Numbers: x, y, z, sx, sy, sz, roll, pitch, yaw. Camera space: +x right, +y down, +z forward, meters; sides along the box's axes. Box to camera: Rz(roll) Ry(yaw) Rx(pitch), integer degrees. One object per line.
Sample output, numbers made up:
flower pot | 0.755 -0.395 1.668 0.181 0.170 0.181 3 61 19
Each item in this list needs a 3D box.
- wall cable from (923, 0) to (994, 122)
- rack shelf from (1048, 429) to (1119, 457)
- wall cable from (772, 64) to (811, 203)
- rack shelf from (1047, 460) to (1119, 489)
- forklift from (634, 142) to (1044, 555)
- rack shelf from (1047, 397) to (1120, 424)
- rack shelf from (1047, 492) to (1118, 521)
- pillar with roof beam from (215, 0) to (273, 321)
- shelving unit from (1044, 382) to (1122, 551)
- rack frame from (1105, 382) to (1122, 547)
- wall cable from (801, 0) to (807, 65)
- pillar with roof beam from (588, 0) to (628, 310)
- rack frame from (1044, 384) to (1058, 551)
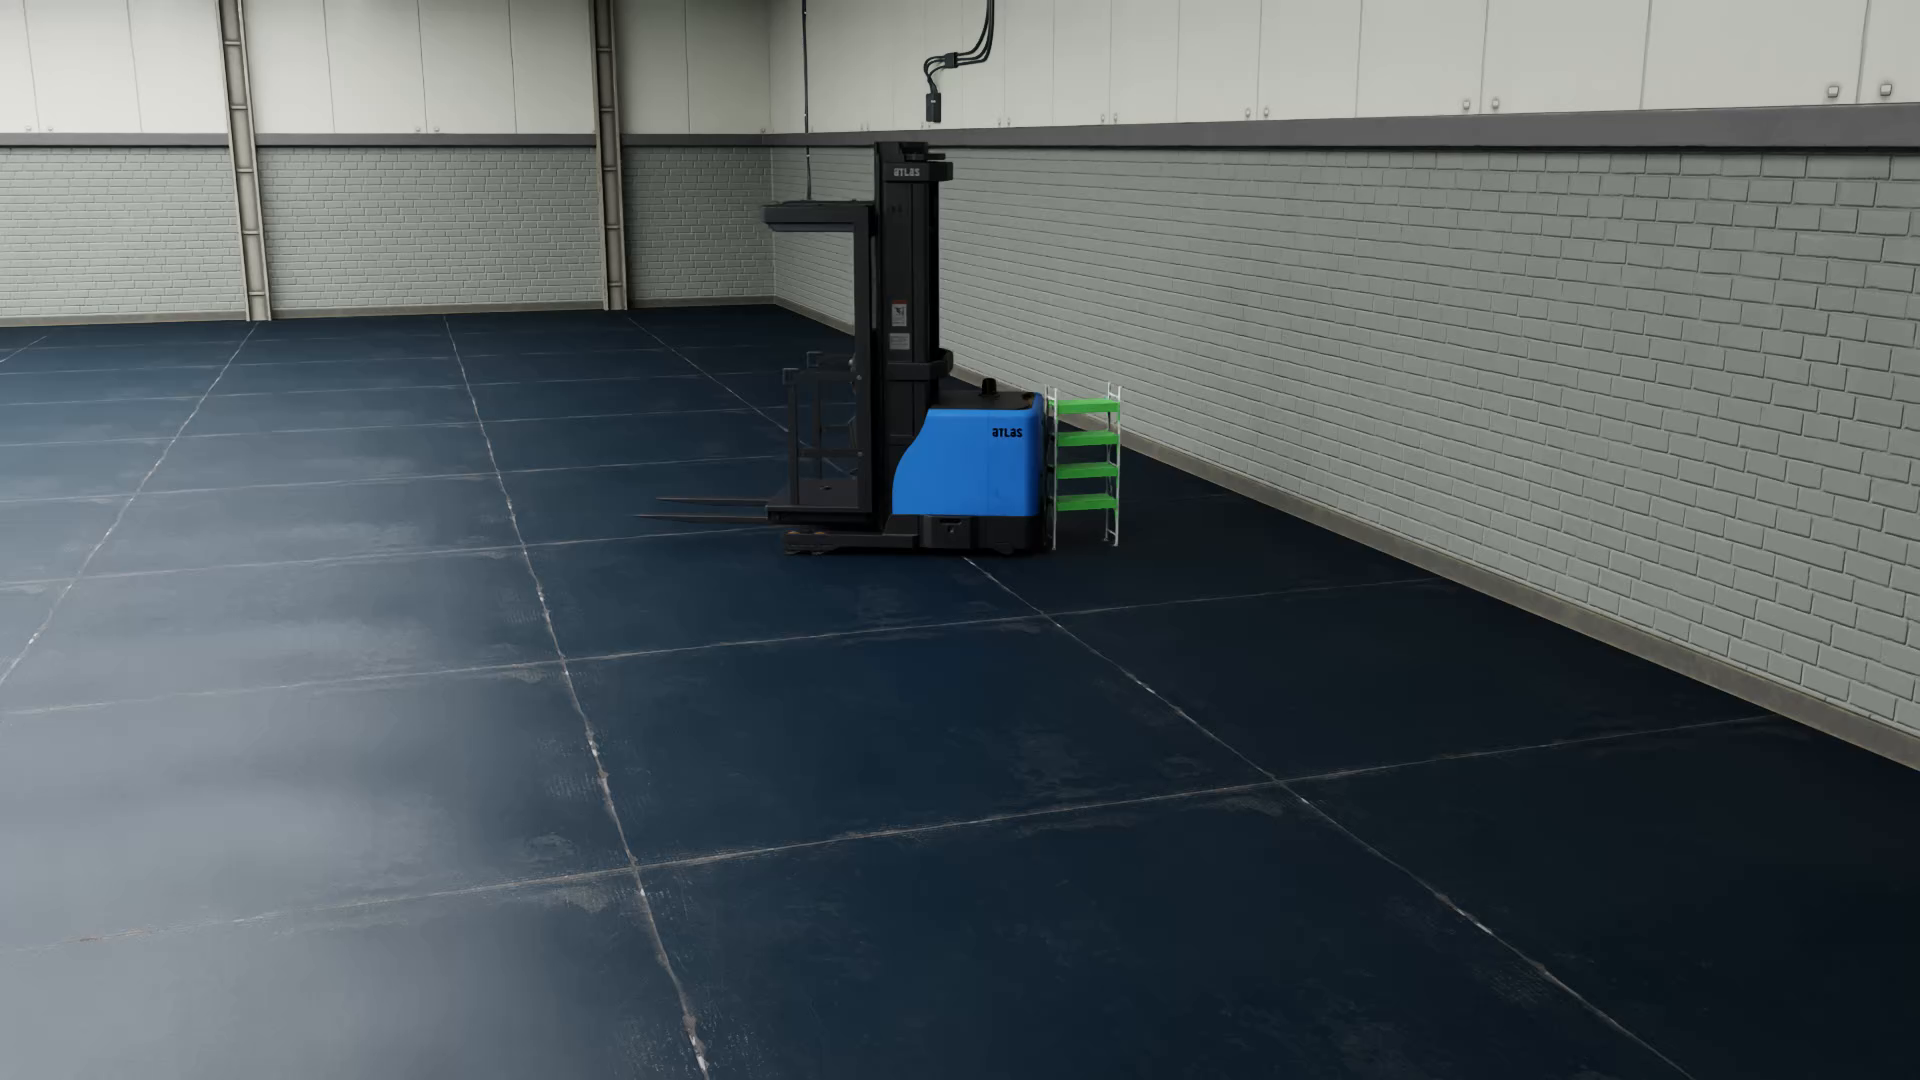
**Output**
wall cable | -0.037 -8.074 19.740 0.169 6.003 2.305 -4 14 -18
rack shelf | 0.903 -0.717 12.252 0.480 0.148 0.258 -4 14 -15
wall cable | -3.050 -6.993 29.251 0.112 2.526 3.097 -4 14 -18
rack shelf | 0.903 -0.484 12.307 0.480 0.148 0.258 -4 14 -15
forklift | -0.896 -1.438 12.302 3.031 2.935 1.130 1 13 5
rack shelf | 0.903 -0.951 12.196 0.480 0.148 0.258 -4 14 -15
rack shelf | 0.903 -0.251 12.363 0.480 0.148 0.258 -4 14 -15
pillar with roof beam | -10.578 -7.189 23.366 0.400 9.000 9.100 -4 14 -18
shelving unit | 0.903 -0.546 12.293 0.503 1.200 0.258 -4 14 -15
rack frame | 1.139 -0.561 12.354 0.015 1.200 0.240 -4 14 -15
wall cable | -2.187 -8.856 26.172 0.112 2.526 3.097 -4 14 -18
pillar with roof beam | -4.891 -7.632 25.227 0.400 9.000 9.100 -4 14 -18
rack frame | 0.667 -0.532 12.231 0.015 1.200 0.240 -4 14 -15
